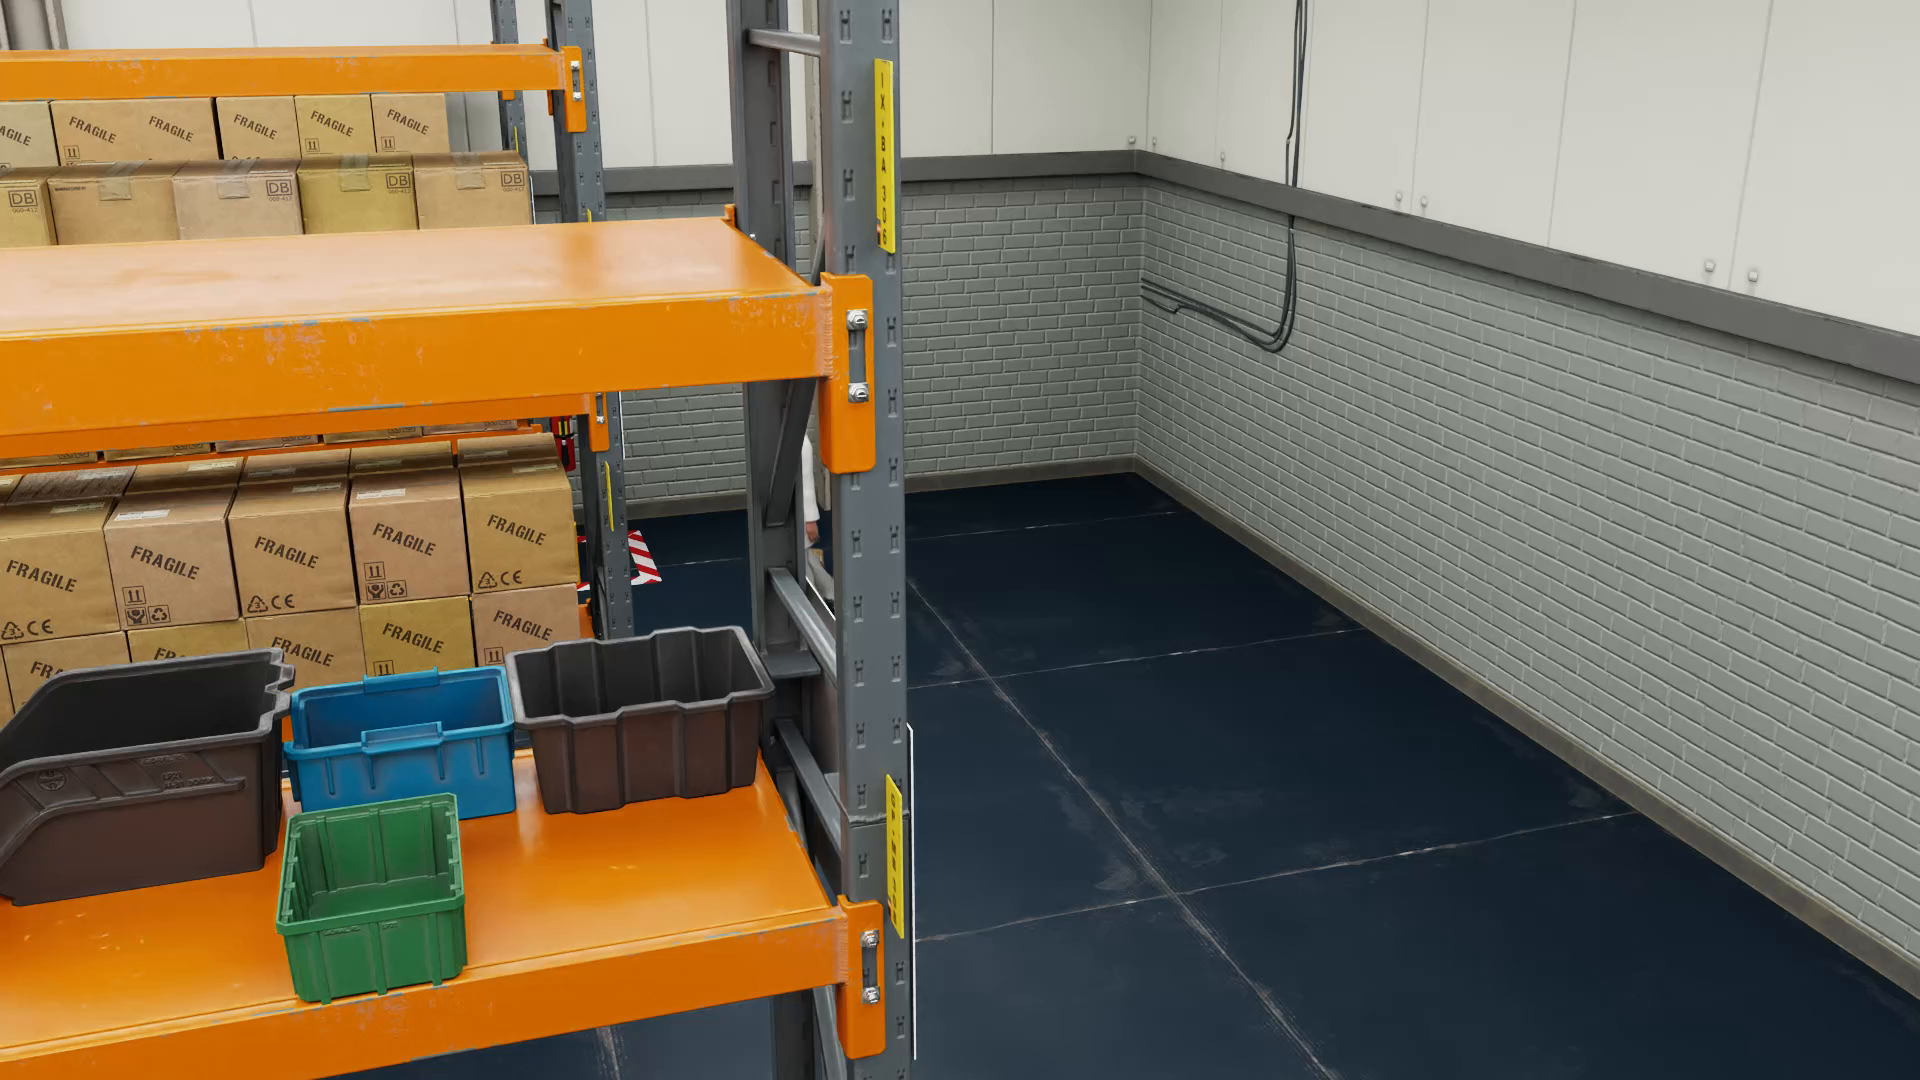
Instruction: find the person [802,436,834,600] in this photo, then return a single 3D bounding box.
[{"bbox_3d":[-1.174,-0.239,12.268,0.558,1.770,0.789,-4,19,-13],"label":"person"}]
